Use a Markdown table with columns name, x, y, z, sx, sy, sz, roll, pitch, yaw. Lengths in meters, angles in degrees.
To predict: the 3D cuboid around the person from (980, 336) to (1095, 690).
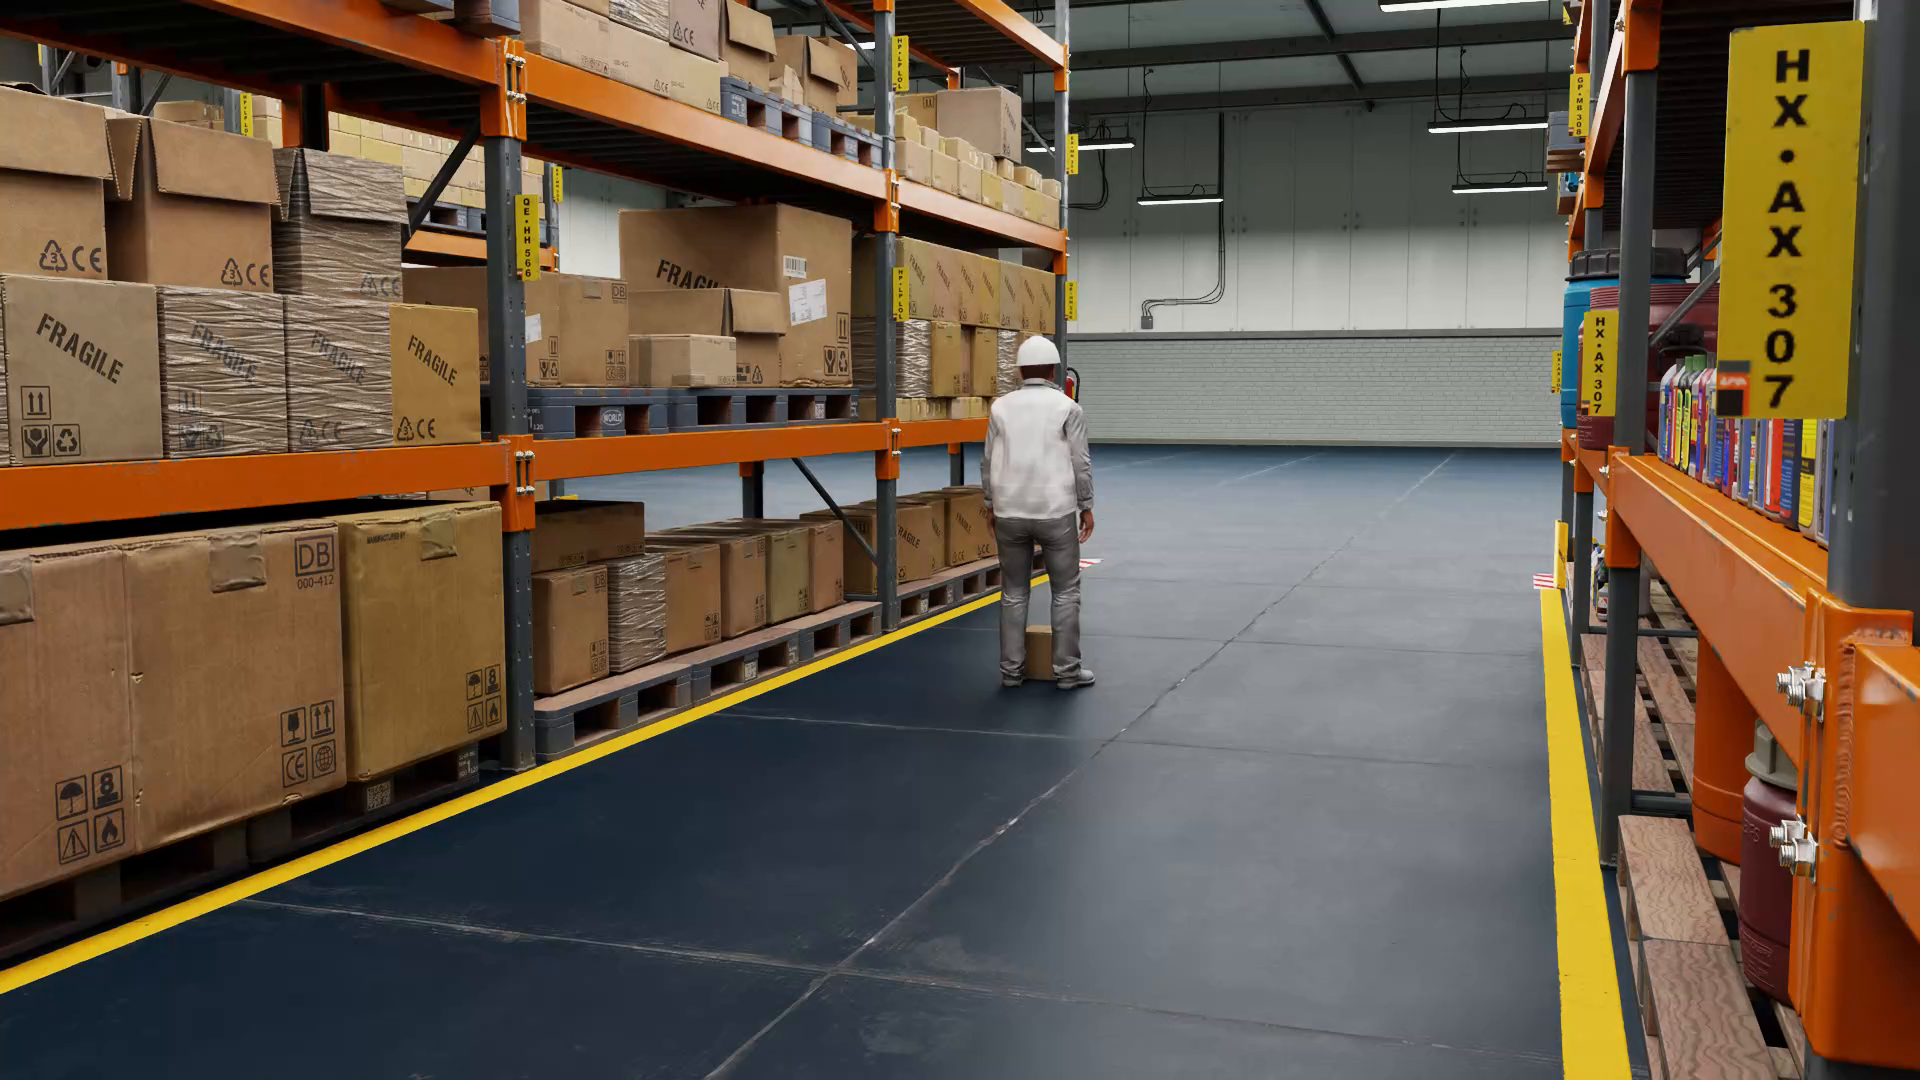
| name | x | y | z | sx | sy | sz | roll | pitch | yaw |
| --- | --- | --- | --- | --- | --- | --- | --- | --- | --- |
| person | 0.394 | -0.143 | 8.419 | 0.580 | 1.771 | 0.461 | 2 | 5 | 19 |
